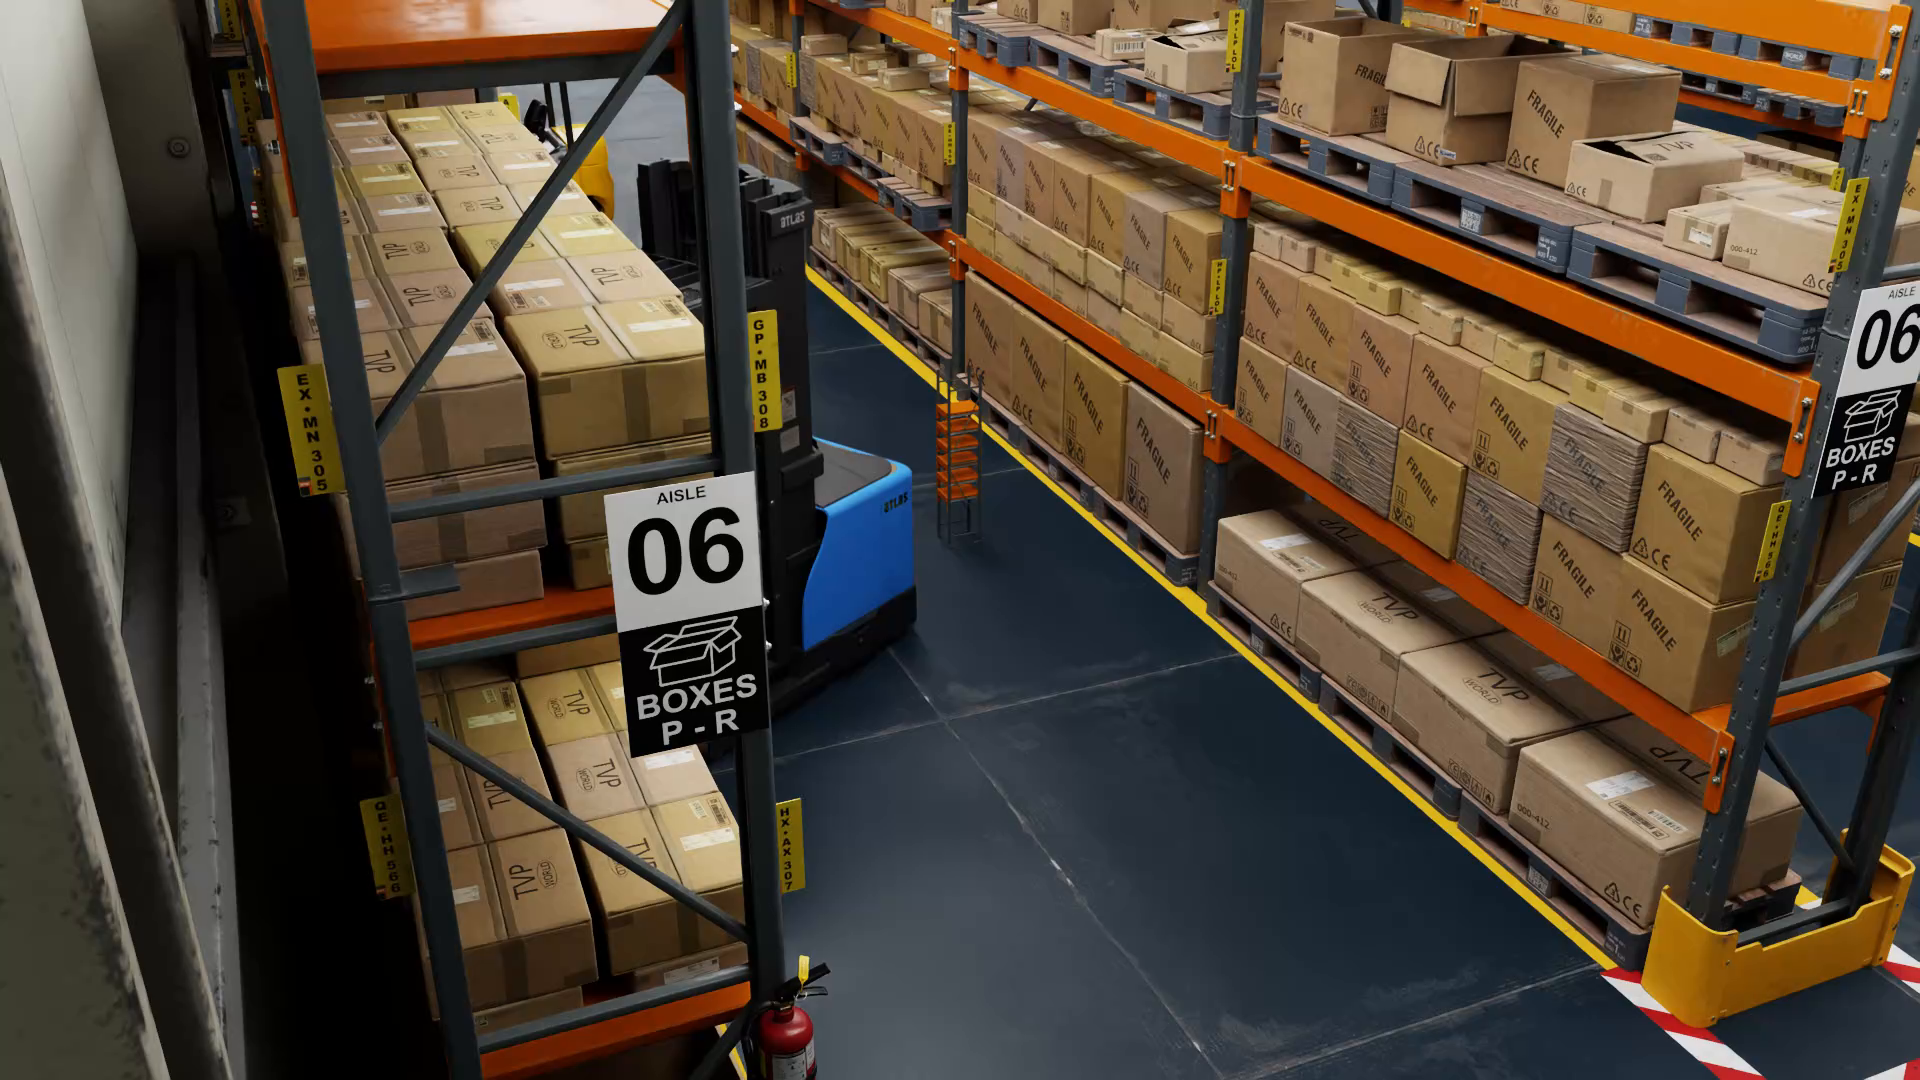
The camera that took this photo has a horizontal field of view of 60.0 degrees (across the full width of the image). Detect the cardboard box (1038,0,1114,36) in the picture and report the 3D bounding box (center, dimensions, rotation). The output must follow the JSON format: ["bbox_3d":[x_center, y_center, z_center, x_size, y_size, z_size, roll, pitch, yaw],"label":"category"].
[{"bbox_3d":[0.980,-3.899,11.804,0.700,0.500,0.500,-12,29,-23],"label":"cardboard box"}]

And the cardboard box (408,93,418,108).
[{"bbox_3d":[-2.465,-2.109,8.086,0.380,0.149,0.250,-10,28,-20],"label":"cardboard box"}]

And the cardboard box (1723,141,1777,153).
[{"bbox_3d":[6.261,-3.064,13.235,0.380,0.149,0.250,-10,28,-19],"label":"cardboard box"}]

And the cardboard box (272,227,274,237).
[{"bbox_3d":[-4.782,-2.327,12.198,0.500,0.250,0.500,-10,28,-20],"label":"cardboard box"}]

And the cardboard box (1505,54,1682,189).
[{"bbox_3d":[2.899,-1.921,7.639,0.500,0.500,0.500,-10,28,-20],"label":"cardboard box"}]

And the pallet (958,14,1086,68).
[{"bbox_3d":[0.718,-3.696,12.198,1.213,0.211,1.003,-9,28,-18],"label":"pallet"}]

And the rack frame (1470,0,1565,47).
[{"bbox_3d":[4.933,-3.575,15.154,1.000,3.000,0.127,-11,28,-21],"label":"rack frame"}]

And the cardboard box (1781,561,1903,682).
[{"bbox_3d":[3.627,0.258,7.190,0.500,0.500,0.500,-11,28,-21],"label":"cardboard box"}]

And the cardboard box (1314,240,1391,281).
[{"bbox_3d":[2.123,-1.486,8.882,0.380,0.149,0.250,-11,28,-21],"label":"cardboard box"}]

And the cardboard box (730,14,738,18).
[{"bbox_3d":[-2.785,-5.853,19.367,0.500,0.500,0.500,-11,28,-21],"label":"cardboard box"}]

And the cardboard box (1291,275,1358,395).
[{"bbox_3d":[2.140,-1.125,8.881,0.500,0.500,0.500,-11,28,-21],"label":"cardboard box"}]

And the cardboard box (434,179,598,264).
[{"bbox_3d":[-1.558,-1.074,5.875,0.500,0.250,0.500,-10,28,-19],"label":"cardboard box"}]

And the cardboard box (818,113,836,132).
[{"bbox_3d":[-1.134,-3.995,15.821,0.380,0.149,0.250,-10,28,-20],"label":"cardboard box"}]

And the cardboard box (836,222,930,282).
[{"bbox_3d":[-0.657,-2.806,16.094,0.950,0.372,0.625,-9,27,-17],"label":"cardboard box"}]

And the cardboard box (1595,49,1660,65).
[{"bbox_3d":[8.152,-6.115,19.193,1.000,1.000,1.000,-10,28,-20],"label":"cardboard box"}]

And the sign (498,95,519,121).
[{"bbox_3d":[-2.086,-1.891,7.697,0.100,0.325,0.005,-11,28,-21],"label":"sign"}]

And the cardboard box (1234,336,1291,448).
[{"bbox_3d":[1.927,-0.880,9.519,0.500,0.500,0.500,-10,28,-19],"label":"cardboard box"}]

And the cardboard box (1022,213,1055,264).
[{"bbox_3d":[0.774,-2.182,11.902,0.500,0.250,0.500,-11,28,-21],"label":"cardboard box"}]

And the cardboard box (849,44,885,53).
[{"bbox_3d":[-0.757,-4.519,16.155,0.500,0.500,0.500,-11,28,-22],"label":"cardboard box"}]

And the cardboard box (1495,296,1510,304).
[{"bbox_3d":[2.840,-1.258,8.416,0.380,0.149,0.250,-11,28,-22],"label":"cardboard box"}]

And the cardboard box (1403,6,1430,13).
[{"bbox_3d":[6.593,-7.568,22.879,0.875,0.500,0.500,-11,28,-21],"label":"cardboard box"}]

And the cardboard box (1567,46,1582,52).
[{"bbox_3d":[7.615,-5.925,20.253,0.380,0.149,0.250,-11,28,-21],"label":"cardboard box"}]

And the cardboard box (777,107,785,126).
[{"bbox_3d":[-1.659,-4.363,17.053,0.380,0.149,0.250,-10,28,-19],"label":"cardboard box"}]

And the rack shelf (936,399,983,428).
[{"bbox_3d":[-0.006,-0.829,10.860,0.258,0.103,0.180,-11,28,-21],"label":"rack shelf"}]

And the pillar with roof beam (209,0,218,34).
[{"bbox_3d":[-8.576,-12.903,27.421,9.100,9.000,0.400,-11,28,-21],"label":"pillar with roof beam"}]

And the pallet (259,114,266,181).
[{"bbox_3d":[-3.182,-2.172,9.075,1.213,0.211,1.003,-11,28,-21],"label":"pallet"}]

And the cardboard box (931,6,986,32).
[{"bbox_3d":[-0.004,-4.109,13.115,0.380,0.149,0.250,-11,28,-21],"label":"cardboard box"}]

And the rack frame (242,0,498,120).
[{"bbox_3d":[-2.582,-2.911,6.955,1.000,3.000,0.127,-11,28,-21],"label":"rack frame"}]

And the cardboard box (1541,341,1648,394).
[{"bbox_3d":[2.828,-0.765,7.405,0.380,0.149,0.250,-11,28,-21],"label":"cardboard box"}]

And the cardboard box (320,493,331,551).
[{"bbox_3d":[-3.646,-0.056,10.316,0.500,0.500,0.500,-12,28,-23],"label":"cardboard box"}]

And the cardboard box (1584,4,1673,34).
[{"bbox_3d":[5.314,-4.290,13.086,0.500,0.500,0.500,-11,28,-21],"label":"cardboard box"}]

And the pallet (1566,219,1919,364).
[{"bbox_3d":[3.250,-1.060,6.685,1.003,0.211,1.213,-11,28,-21],"label":"pallet"}]

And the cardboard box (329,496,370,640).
[{"bbox_3d":[-2.243,0.029,6.749,0.500,0.500,0.500,-11,28,-22],"label":"cardboard box"}]

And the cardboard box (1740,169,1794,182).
[{"bbox_3d":[5.957,-2.645,12.378,0.380,0.149,0.250,-12,28,-22],"label":"cardboard box"}]

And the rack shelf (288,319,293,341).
[{"bbox_3d":[-4.932,-2.314,13.390,1.077,0.370,4.000,-11,28,-21],"label":"rack shelf"}]

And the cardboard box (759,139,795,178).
[{"bbox_3d":[-1.828,-3.987,17.797,0.500,0.500,0.500,-10,28,-20],"label":"cardboard box"}]

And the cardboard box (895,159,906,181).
[{"bbox_3d":[-0.330,-3.145,14.079,0.380,0.149,0.250,-12,28,-23],"label":"cardboard box"}]

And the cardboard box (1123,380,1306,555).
[{"bbox_3d":[1.667,-0.540,10.880,0.875,0.875,0.875,-10,28,-19],"label":"cardboard box"}]

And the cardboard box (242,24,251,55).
[{"bbox_3d":[-4.088,-3.020,9.976,0.380,0.149,0.250,-11,28,-21],"label":"cardboard box"}]

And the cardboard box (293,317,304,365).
[{"bbox_3d":[-2.049,-0.763,5.806,0.500,0.250,0.500,-10,28,-19],"label":"cardboard box"}]

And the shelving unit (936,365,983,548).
[{"bbox_3d":[-0.006,-0.545,10.999,0.258,1.200,0.189,-11,28,-21],"label":"shelving unit"}]

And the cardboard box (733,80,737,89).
[{"bbox_3d":[-2.442,-5.199,18.765,0.380,0.149,0.250,-10,28,-19],"label":"cardboard box"}]

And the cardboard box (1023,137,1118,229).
[{"bbox_3d":[0.777,-2.527,11.753,0.500,0.500,0.500,-10,28,-19],"label":"cardboard box"}]

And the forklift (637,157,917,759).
[{"bbox_3d":[-1.548,-0.394,8.715,1.130,2.935,3.031,18,31,33],"label":"forklift"}]

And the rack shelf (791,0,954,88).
[{"bbox_3d":[-0.366,-4.516,14.482,1.077,0.370,4.000,-11,28,-21],"label":"rack shelf"}]

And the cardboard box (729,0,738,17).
[{"bbox_3d":[-2.315,-6.373,19.291,0.700,0.500,0.500,-11,28,-22],"label":"cardboard box"}]

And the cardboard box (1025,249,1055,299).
[{"bbox_3d":[0.795,-1.959,12.014,0.500,0.250,0.500,-10,28,-19],"label":"cardboard box"}]

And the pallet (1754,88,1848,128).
[{"bbox_3d":[9.159,-4.570,17.410,1.213,0.211,1.003,-11,28,-21],"label":"pallet"}]

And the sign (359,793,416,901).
[{"bbox_3d":[-1.534,0.825,4.462,0.100,0.325,0.005,-11,28,-21],"label":"sign"}]

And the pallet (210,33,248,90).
[{"bbox_3d":[-4.496,-3.351,11.492,1.213,0.211,1.003,-9,28,-18],"label":"pallet"}]

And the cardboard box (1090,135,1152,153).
[{"bbox_3d":[1.257,-2.607,11.917,0.500,0.500,0.500,-11,28,-21],"label":"cardboard box"}]

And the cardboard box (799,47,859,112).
[{"bbox_3d":[-1.229,-4.428,15.968,0.500,0.500,0.500,-10,28,-19],"label":"cardboard box"}]

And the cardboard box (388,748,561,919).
[{"bbox_3d":[-1.641,0.985,5.645,0.500,0.250,0.500,-10,28,-20],"label":"cardboard box"}]

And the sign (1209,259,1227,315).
[{"bbox_3d":[1.488,-1.457,9.585,0.100,0.325,0.005,-11,28,-21],"label":"sign"}]

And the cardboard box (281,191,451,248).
[{"bbox_3d":[-2.032,-0.993,5.709,0.500,0.250,0.500,-11,28,-21],"label":"cardboard box"}]

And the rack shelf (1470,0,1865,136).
[{"bbox_3d":[5.716,-3.793,13.000,1.077,0.370,4.000,-11,28,-21],"label":"rack shelf"}]

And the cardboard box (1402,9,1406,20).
[{"bbox_3d":[6.295,-7.347,23.166,0.380,0.149,0.250,-11,28,-21],"label":"cardboard box"}]

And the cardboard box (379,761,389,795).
[{"bbox_3d":[-1.963,0.916,6.242,0.380,0.149,0.250,-10,28,-20],"label":"cardboard box"}]

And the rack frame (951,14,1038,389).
[{"bbox_3d":[0.417,-2.684,13.328,1.000,3.000,0.127,-11,28,-21],"label":"rack frame"}]

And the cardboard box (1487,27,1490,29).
[{"bbox_3d":[7.013,-6.647,21.732,0.380,0.149,0.250,-11,28,-21],"label":"cardboard box"}]
